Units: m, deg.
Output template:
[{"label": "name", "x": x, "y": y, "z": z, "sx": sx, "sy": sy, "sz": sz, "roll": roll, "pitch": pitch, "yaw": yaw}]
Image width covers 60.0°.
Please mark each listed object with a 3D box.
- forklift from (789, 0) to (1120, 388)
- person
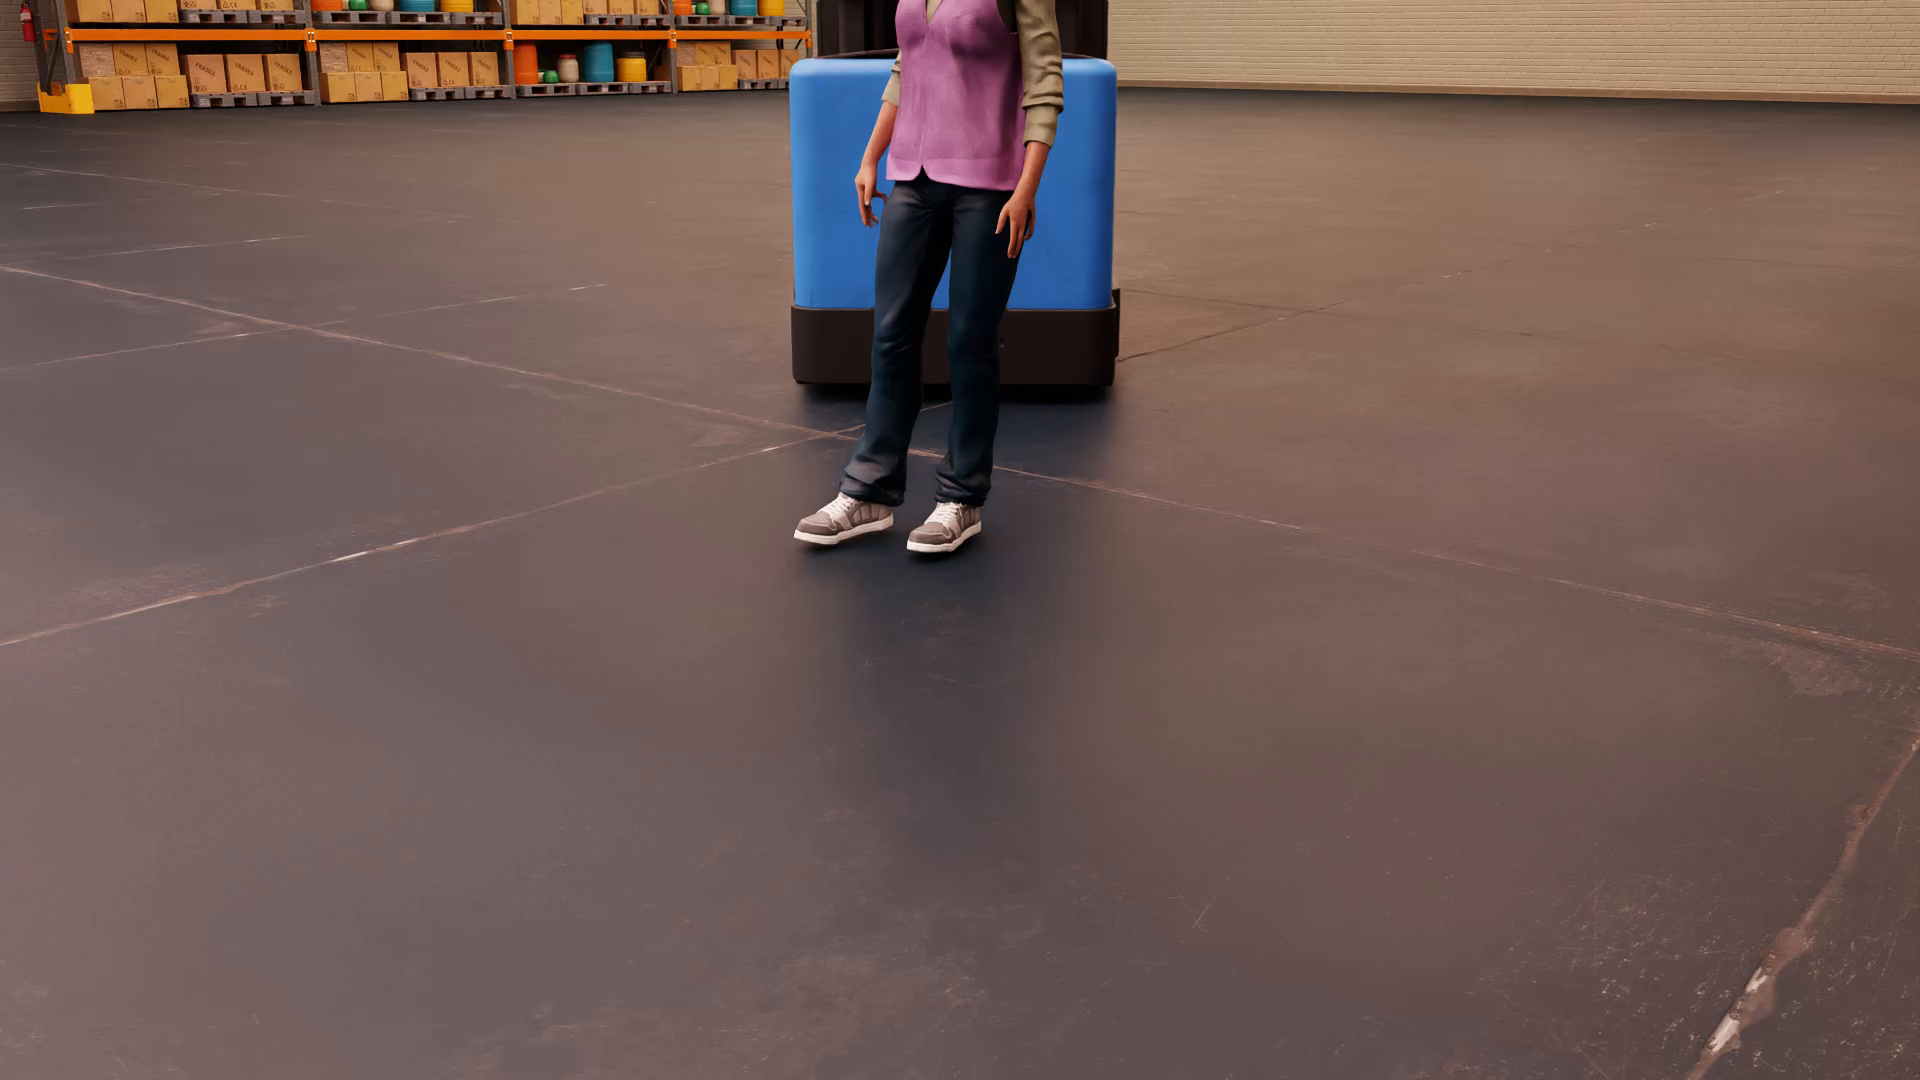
[{"label": "forklift", "x": 0.016, "y": -2.273, "z": 6.384, "sx": 1.130, "sy": 2.935, "sz": 3.031, "roll": 0, "pitch": 17, "yaw": 1}, {"label": "person", "x": -0.057, "y": -0.757, "z": 3.662, "sx": 0.520, "sy": 1.596, "sz": 0.475, "roll": 13, "pitch": 21, "yaw": 37}]
